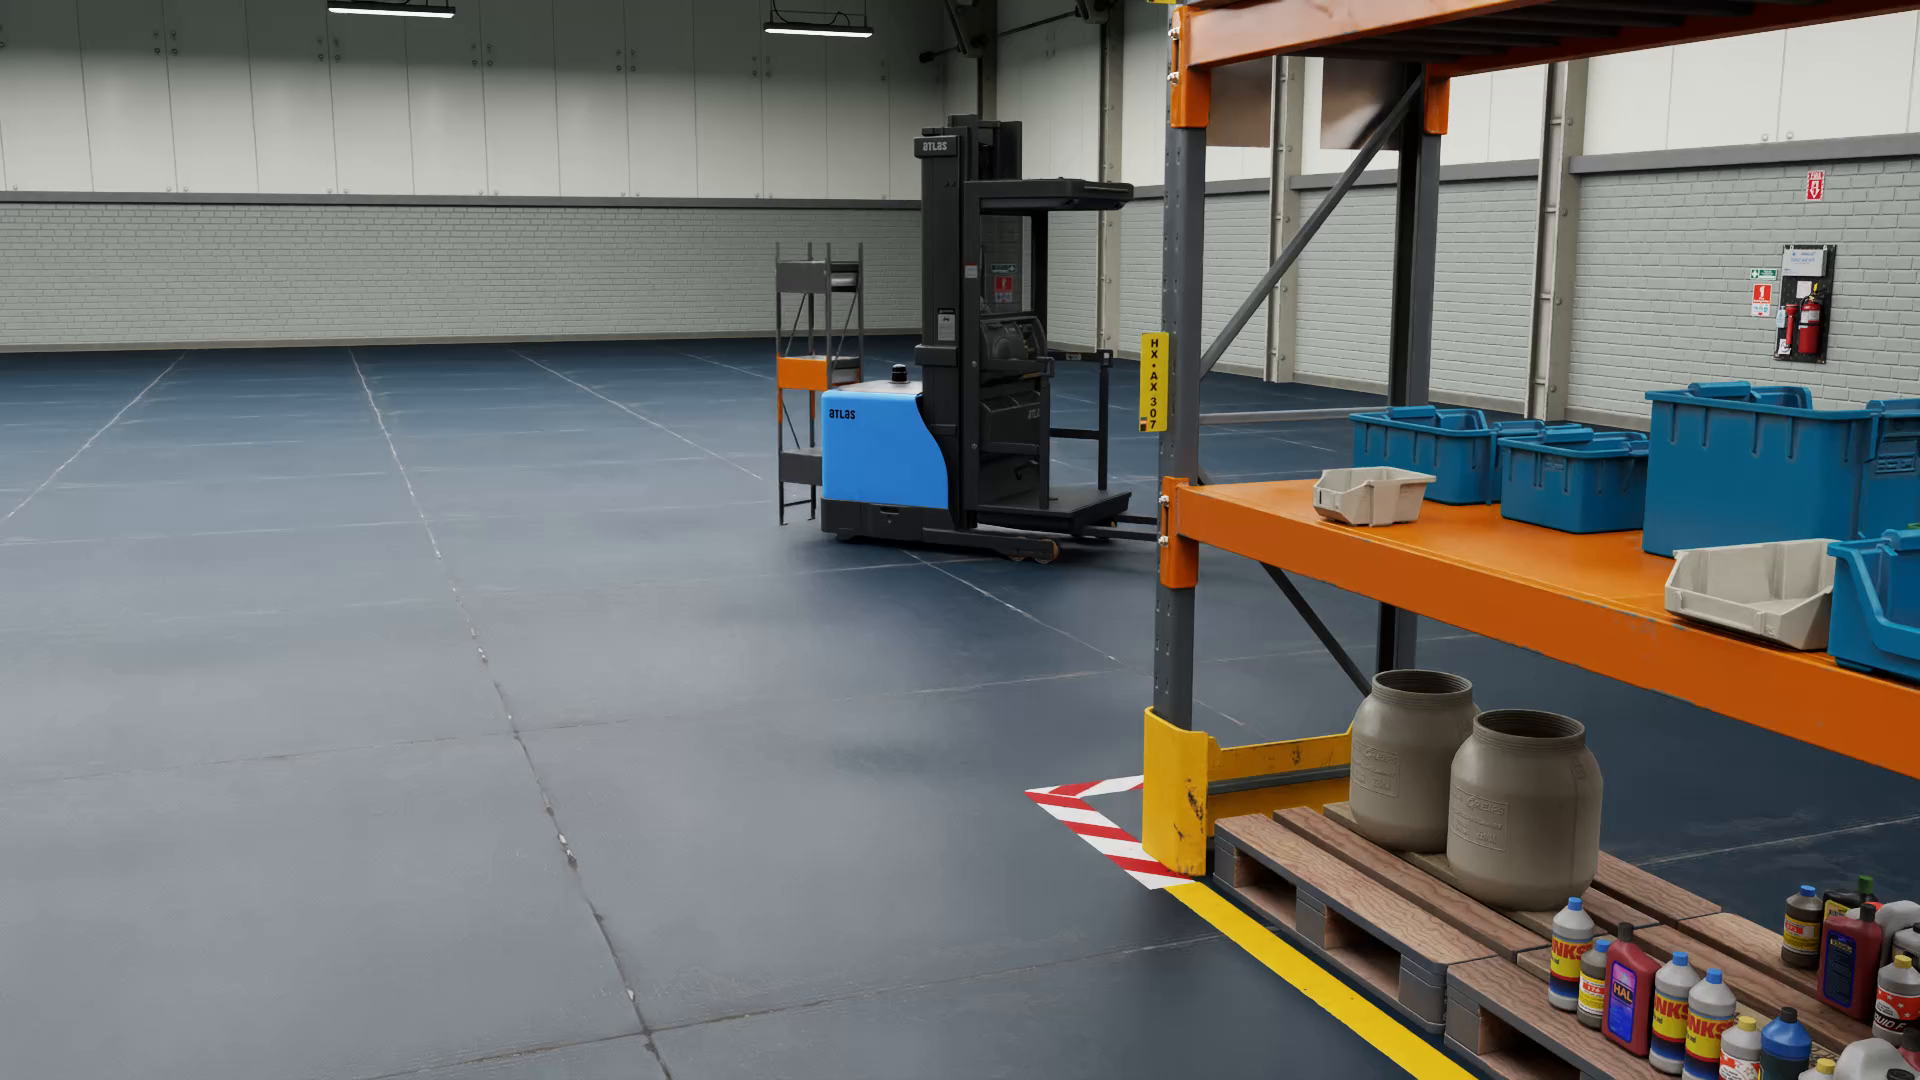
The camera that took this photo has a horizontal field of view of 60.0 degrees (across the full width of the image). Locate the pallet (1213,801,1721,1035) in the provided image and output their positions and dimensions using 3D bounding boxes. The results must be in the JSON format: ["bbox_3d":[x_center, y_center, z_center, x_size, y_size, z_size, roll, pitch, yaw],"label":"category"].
[{"bbox_3d":[1.517,1.096,5.156,1.003,0.211,1.213,-4,11,-21],"label":"pallet"}]

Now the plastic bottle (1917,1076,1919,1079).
[{"bbox_3d":[1.917,1.150,3.196,0.144,0.351,0.185,-4,11,-21],"label":"plastic bottle"}]

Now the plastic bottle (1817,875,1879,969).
[{"bbox_3d":[2.289,0.991,4.282,0.061,0.283,0.133,-4,11,-20],"label":"plastic bottle"}]

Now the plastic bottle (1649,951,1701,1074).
[{"bbox_3d":[1.647,1.079,3.823,0.097,0.271,0.097,0,10,0],"label":"plastic bottle"}]

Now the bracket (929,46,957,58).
[{"bbox_3d":[-0.548,-10.947,37.488,0.076,0.066,3.189,-4,11,-21],"label":"bracket"}]

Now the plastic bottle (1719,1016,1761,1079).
[{"bbox_3d":[1.719,1.146,3.647,0.097,0.201,0.097,0,10,0],"label":"plastic bottle"}]

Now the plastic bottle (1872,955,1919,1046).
[{"bbox_3d":[2.236,1.090,3.960,0.097,0.201,0.097,0,10,0],"label":"plastic bottle"}]

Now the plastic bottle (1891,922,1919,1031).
[{"bbox_3d":[2.346,1.043,4.015,0.152,0.276,0.135,-4,11,-22],"label":"plastic bottle"}]

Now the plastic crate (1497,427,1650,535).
[{"bbox_3d":[1.846,-0.177,4.775,0.499,0.251,0.408,-4,11,-21],"label":"plastic crate"}]

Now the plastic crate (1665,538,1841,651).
[{"bbox_3d":[1.781,0.114,3.465,0.530,0.136,0.437,-4,11,-21],"label":"plastic crate"}]

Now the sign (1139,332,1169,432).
[{"bbox_3d":[0.641,-0.521,5.496,0.100,0.325,0.005,-4,11,-21],"label":"sign"}]

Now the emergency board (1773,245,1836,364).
[{"bbox_3d":[8.415,-2.374,16.700,0.194,1.169,0.643,-4,11,-21],"label":"emergency board"}]

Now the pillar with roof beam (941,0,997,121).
[{"bbox_3d":[-3.434,-8.566,34.381,9.100,9.000,0.548,-4,11,-21],"label":"pillar with roof beam"}]

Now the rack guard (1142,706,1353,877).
[{"bbox_3d":[1.227,0.821,5.878,1.175,0.500,0.348,-4,11,-21],"label":"rack guard"}]

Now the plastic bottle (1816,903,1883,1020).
[{"bbox_3d":[2.197,1.023,4.103,0.061,0.283,0.133,-4,11,-21],"label":"plastic bottle"}]

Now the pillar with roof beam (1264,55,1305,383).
[{"bbox_3d":[0.914,-6.607,23.369,9.100,9.000,0.400,-4,11,-21],"label":"pillar with roof beam"}]

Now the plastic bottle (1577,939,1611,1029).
[{"bbox_3d":[1.560,1.074,4.049,0.097,0.201,0.097,0,10,0],"label":"plastic bottle"}]

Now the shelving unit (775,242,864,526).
[{"bbox_3d":[-1.037,-1.143,12.344,0.503,2.100,0.431,7,12,35],"label":"shelving unit"}]

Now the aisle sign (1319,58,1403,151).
[{"bbox_3d":[1.407,-1.730,5.657,0.394,0.787,0.004,-4,11,-21],"label":"aisle sign"}]

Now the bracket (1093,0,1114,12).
[{"bbox_3d":[2.572,-9.542,29.588,0.235,0.232,0.430,-4,11,-21],"label":"bracket"}]

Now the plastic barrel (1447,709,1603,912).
[{"bbox_3d":[1.647,0.783,4.857,0.421,0.512,0.421,0,10,0],"label":"plastic barrel"}]

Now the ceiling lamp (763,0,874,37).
[{"bbox_3d":[-2.645,-10.767,30.090,2.000,3.185,0.800,-4,11,-21],"label":"ceiling lamp"}]

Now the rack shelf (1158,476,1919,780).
[{"bbox_3d":[1.881,0.261,3.940,1.077,0.370,4.000,-4,11,-21],"label":"rack shelf"}]

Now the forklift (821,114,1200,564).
[{"bbox_3d":[0.553,-1.392,11.377,3.031,2.935,1.130,5,11,27],"label":"forklift"}]

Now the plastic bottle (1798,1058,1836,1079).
[{"bbox_3d":[1.793,1.180,3.458,0.097,0.201,0.097,0,10,0],"label":"plastic bottle"}]

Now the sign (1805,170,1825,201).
[{"bbox_3d":[8.505,-3.523,16.540,0.001,0.298,0.199,-4,11,-21],"label":"sign"}]

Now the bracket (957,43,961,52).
[{"bbox_3d":[0.097,-10.656,35.856,0.235,0.232,0.430,-4,11,-21],"label":"bracket"}]

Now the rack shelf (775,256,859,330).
[{"bbox_3d":[-1.034,-1.819,12.223,0.480,0.518,0.431,7,12,35],"label":"rack shelf"}]

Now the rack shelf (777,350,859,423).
[{"bbox_3d":[-1.037,-1.130,12.347,0.480,0.518,0.431,7,12,35],"label":"rack shelf"}]

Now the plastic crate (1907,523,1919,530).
[{"bbox_3d":[2.376,0.098,3.407,0.450,0.188,0.662,-4,11,-21],"label":"plastic crate"}]

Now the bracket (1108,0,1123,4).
[{"bbox_3d":[3.506,-9.121,27.224,0.076,0.066,4.783,-4,11,-21],"label":"bracket"}]

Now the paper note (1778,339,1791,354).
[{"bbox_3d":[8.415,-1.973,16.964,0.016,0.148,0.142,-4,11,-21],"label":"paper note"}]

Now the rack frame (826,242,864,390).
[{"bbox_3d":[-0.839,-1.117,12.204,0.015,2.100,0.400,7,12,35],"label":"rack frame"}]
